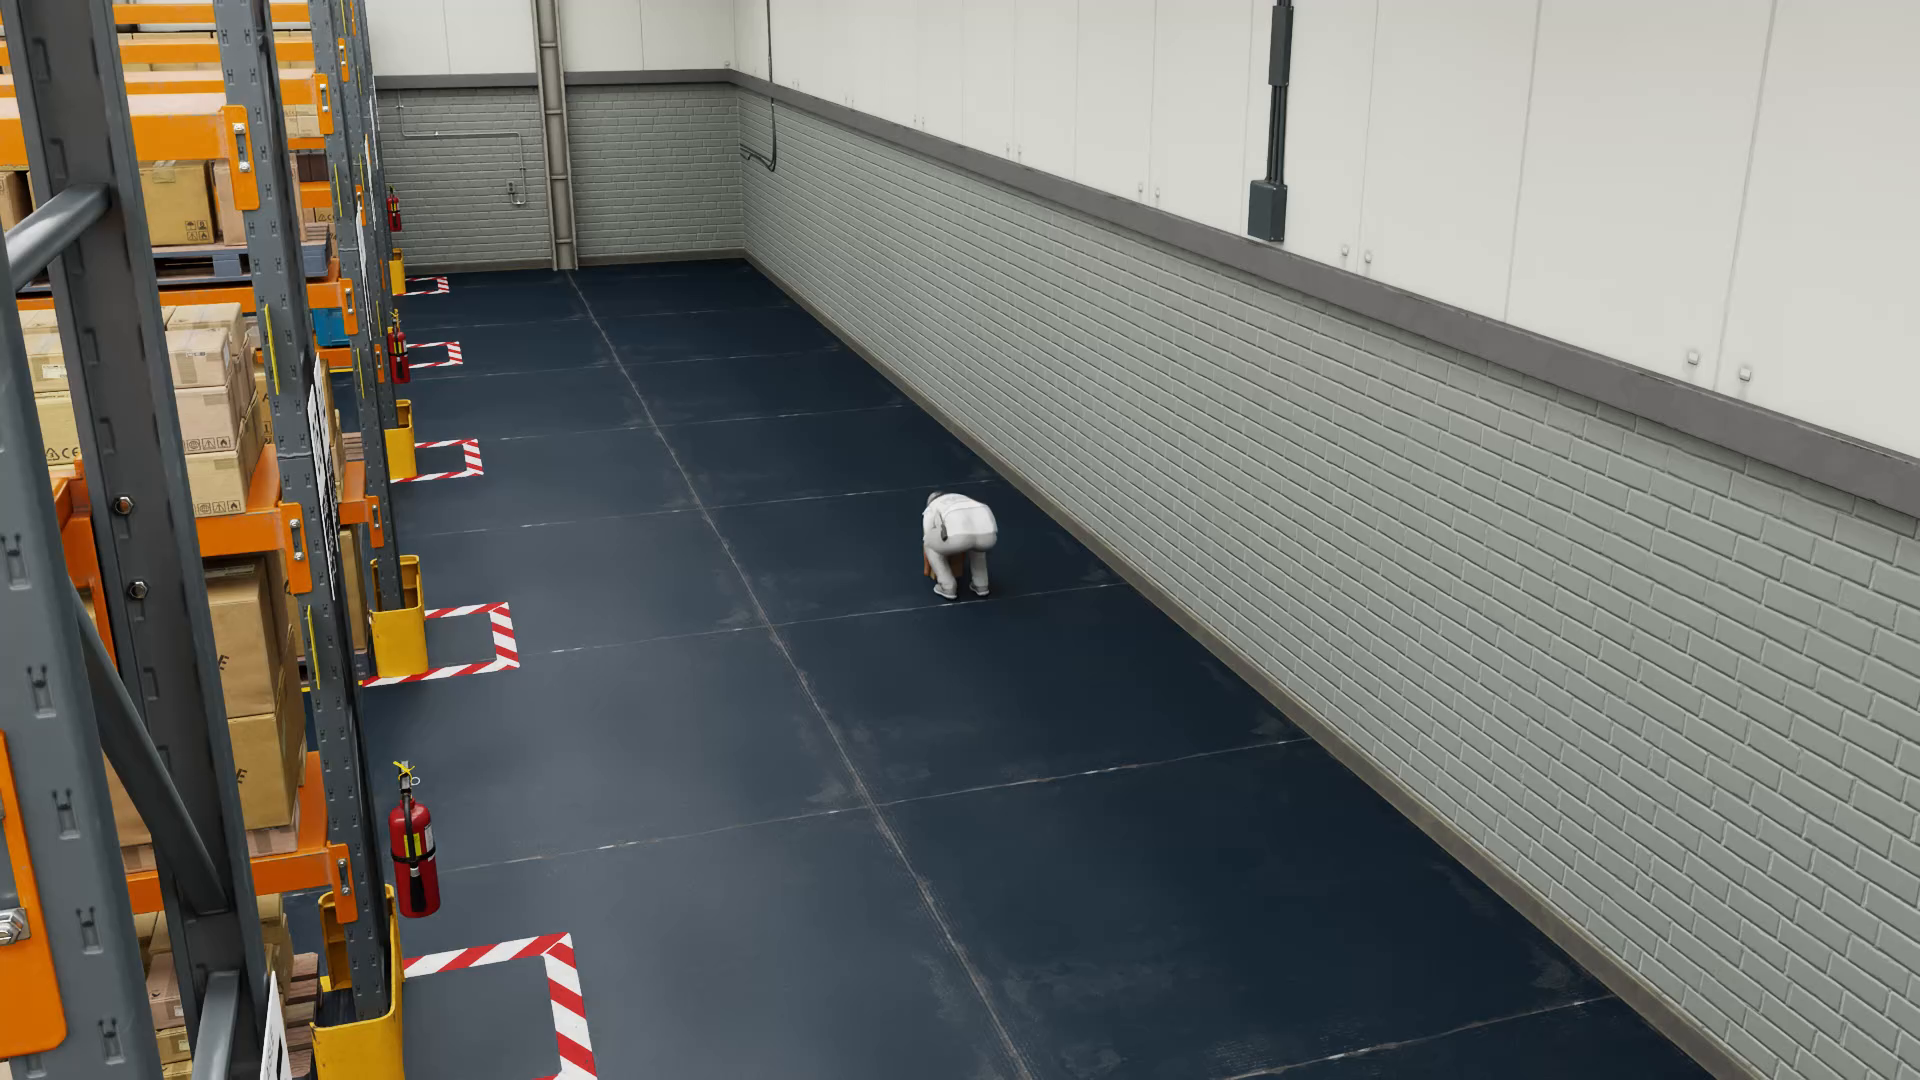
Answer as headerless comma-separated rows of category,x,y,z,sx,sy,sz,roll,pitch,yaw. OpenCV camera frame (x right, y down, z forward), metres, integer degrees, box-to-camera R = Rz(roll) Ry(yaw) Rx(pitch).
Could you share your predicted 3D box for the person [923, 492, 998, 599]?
person,-0.037,0.016,13.375,0.514,0.797,0.921,-7,21,-19
